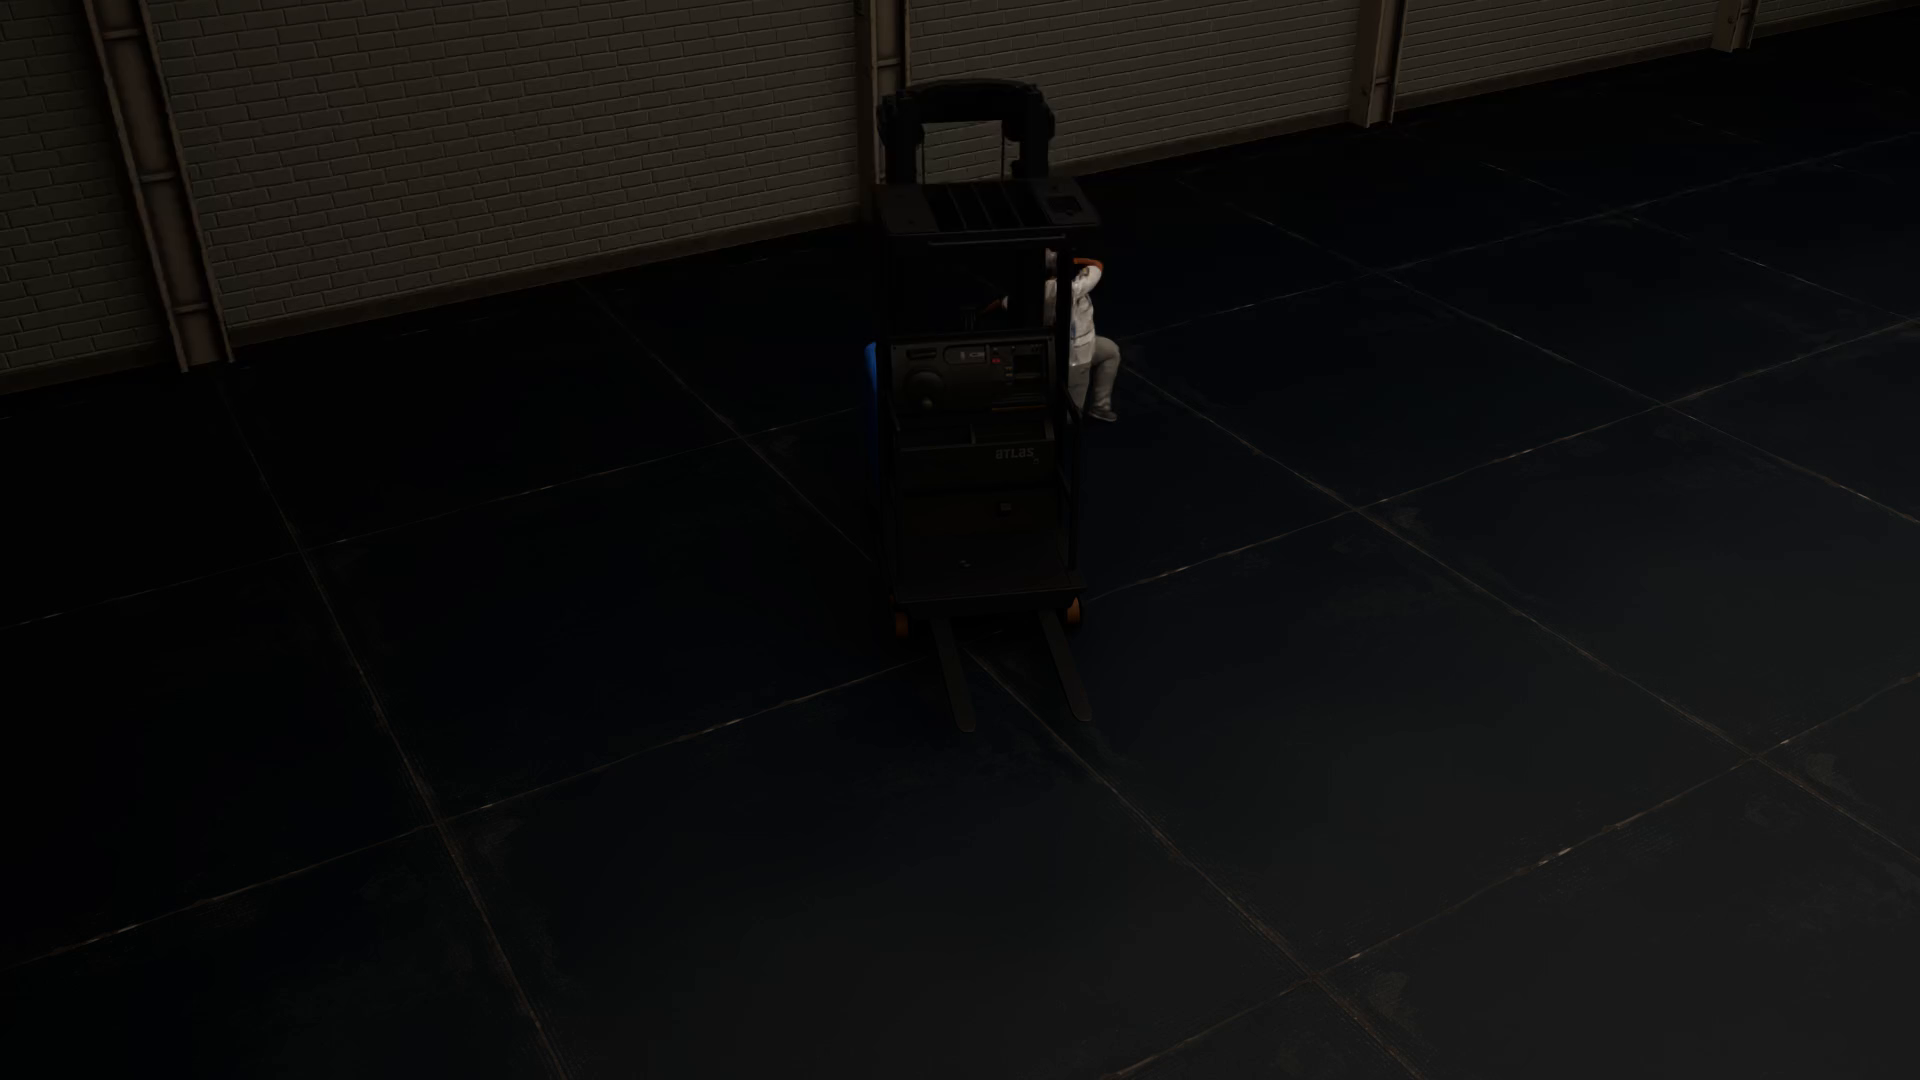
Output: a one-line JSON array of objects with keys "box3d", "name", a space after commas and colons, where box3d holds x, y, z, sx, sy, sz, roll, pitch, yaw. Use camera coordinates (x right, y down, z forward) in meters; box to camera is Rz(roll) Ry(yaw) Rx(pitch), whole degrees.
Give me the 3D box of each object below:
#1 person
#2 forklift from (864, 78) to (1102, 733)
[{"box3d": [0.631, -1.426, 11.550, 0.946, 1.383, 0.857, -15, 34, -24], "name": "person"}, {"box3d": [0.111, -0.884, 9.124, 1.130, 2.935, 3.031, -5, 31, -7], "name": "forklift"}]
